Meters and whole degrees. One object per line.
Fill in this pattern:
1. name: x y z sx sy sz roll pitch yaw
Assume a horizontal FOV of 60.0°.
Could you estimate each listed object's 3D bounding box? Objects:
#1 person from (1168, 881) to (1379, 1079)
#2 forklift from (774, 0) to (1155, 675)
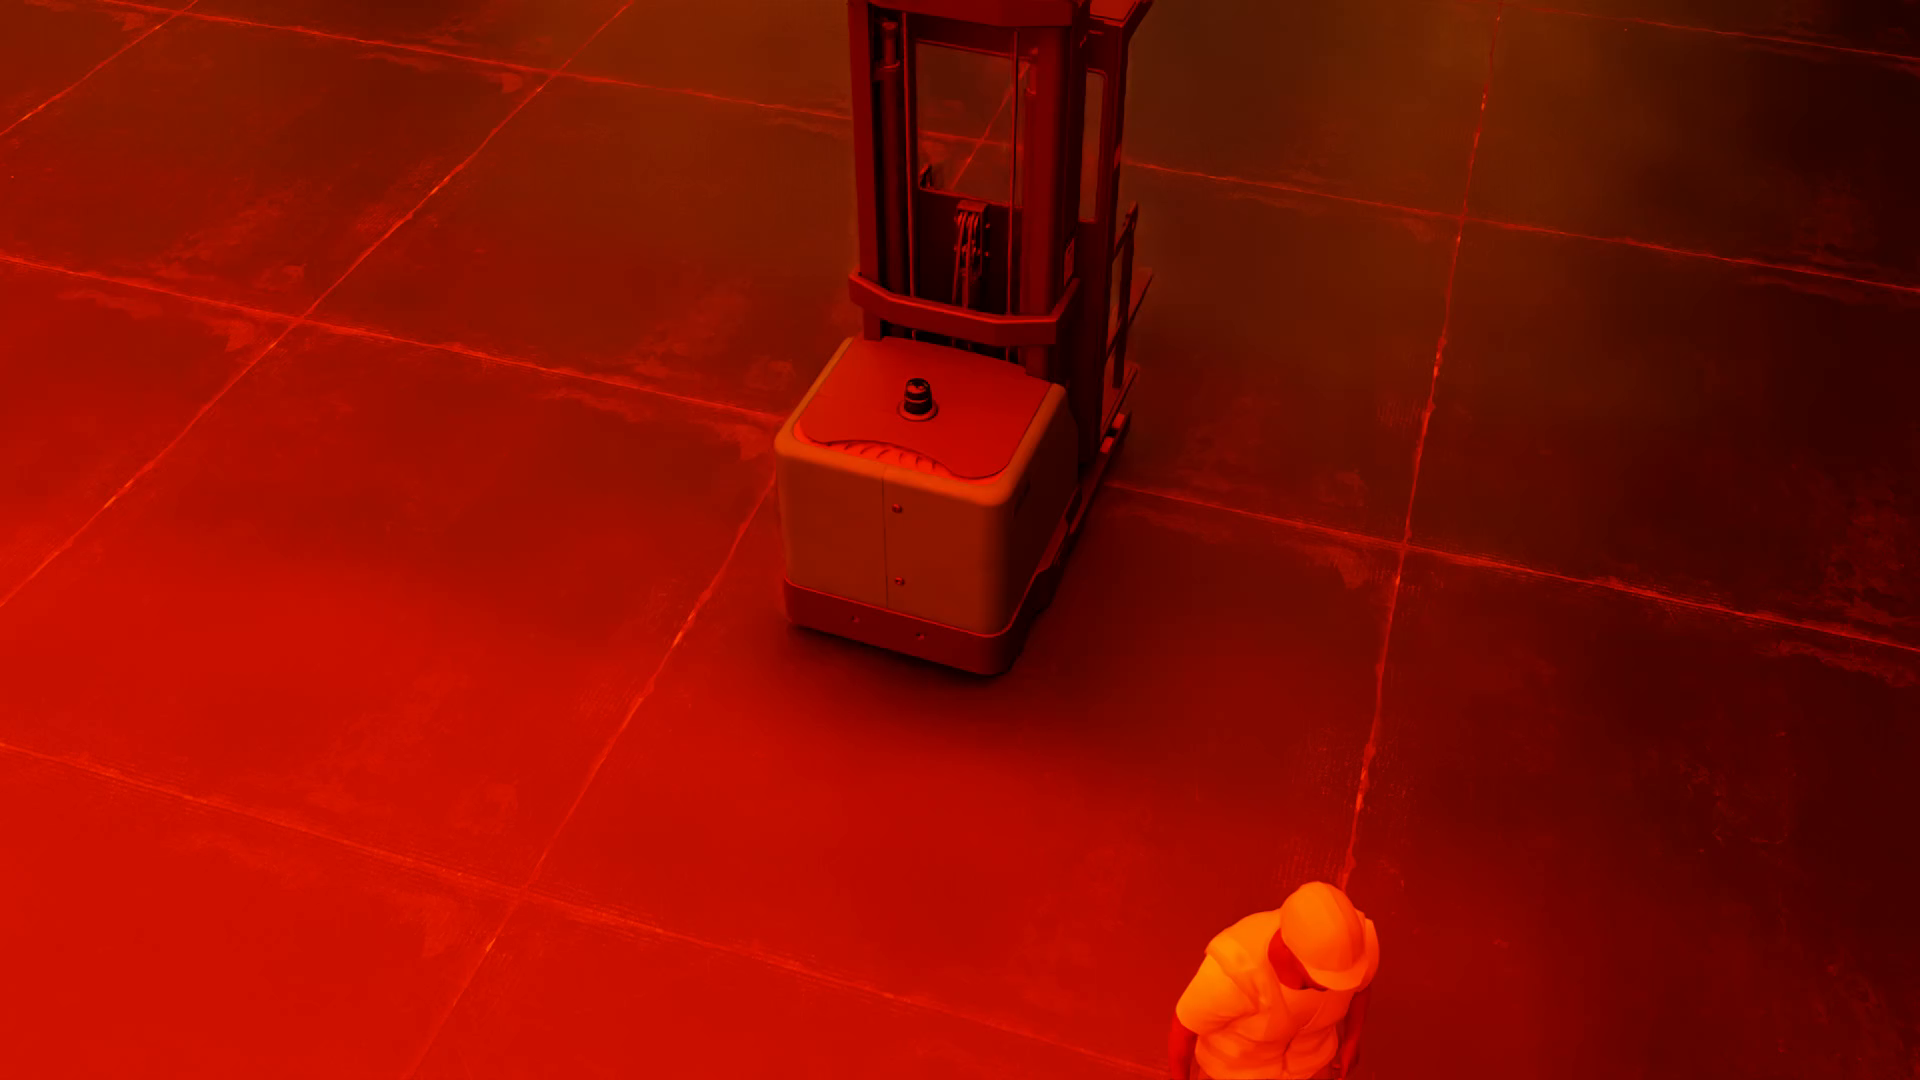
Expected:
1. person: 0.910 1.538 4.899 0.628 1.759 0.454 -11 44 -11
2. forklift: 0.215 -1.512 7.314 1.130 2.935 3.031 14 45 15
